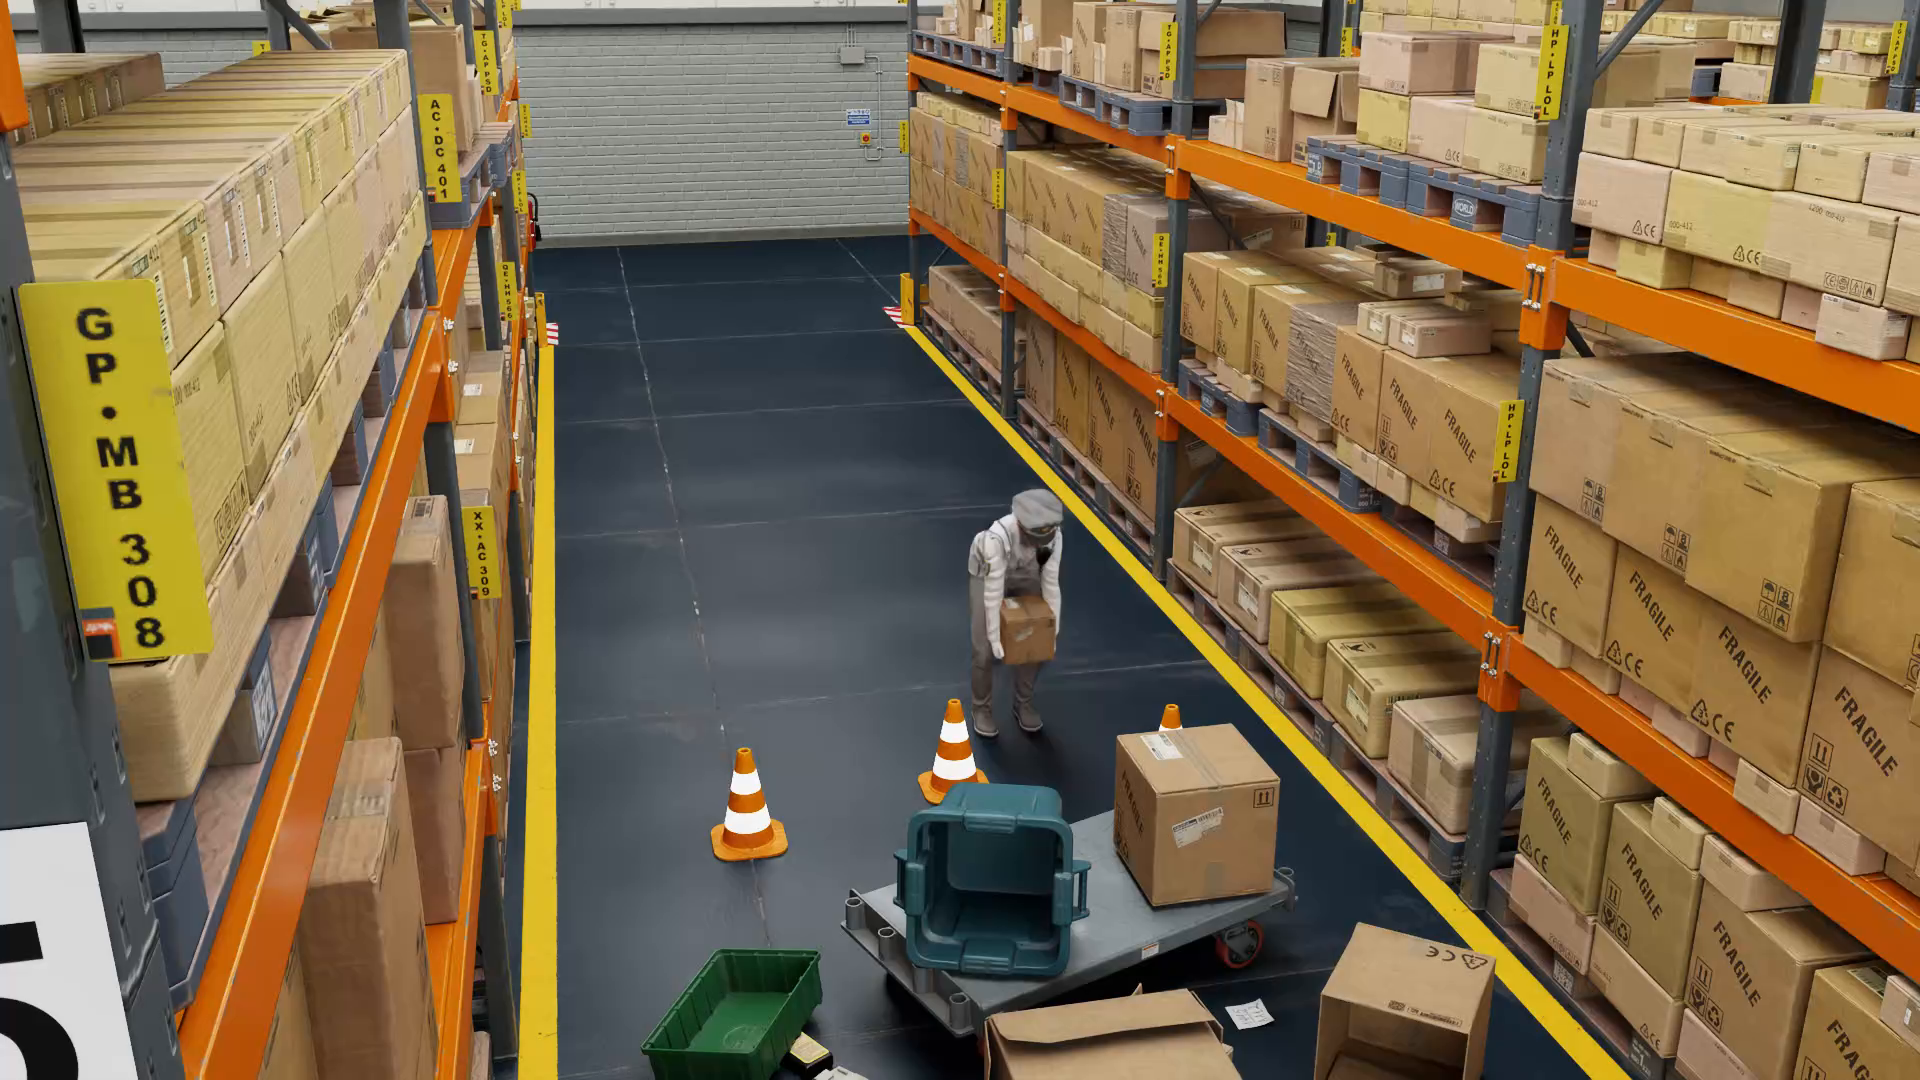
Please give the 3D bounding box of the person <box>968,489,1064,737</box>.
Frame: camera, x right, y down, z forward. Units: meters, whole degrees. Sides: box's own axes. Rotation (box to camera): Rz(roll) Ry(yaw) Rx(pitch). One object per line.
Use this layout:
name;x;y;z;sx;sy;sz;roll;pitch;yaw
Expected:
person;0.297;0.369;8.405;0.409;1.427;0.813;-5;20;-14
